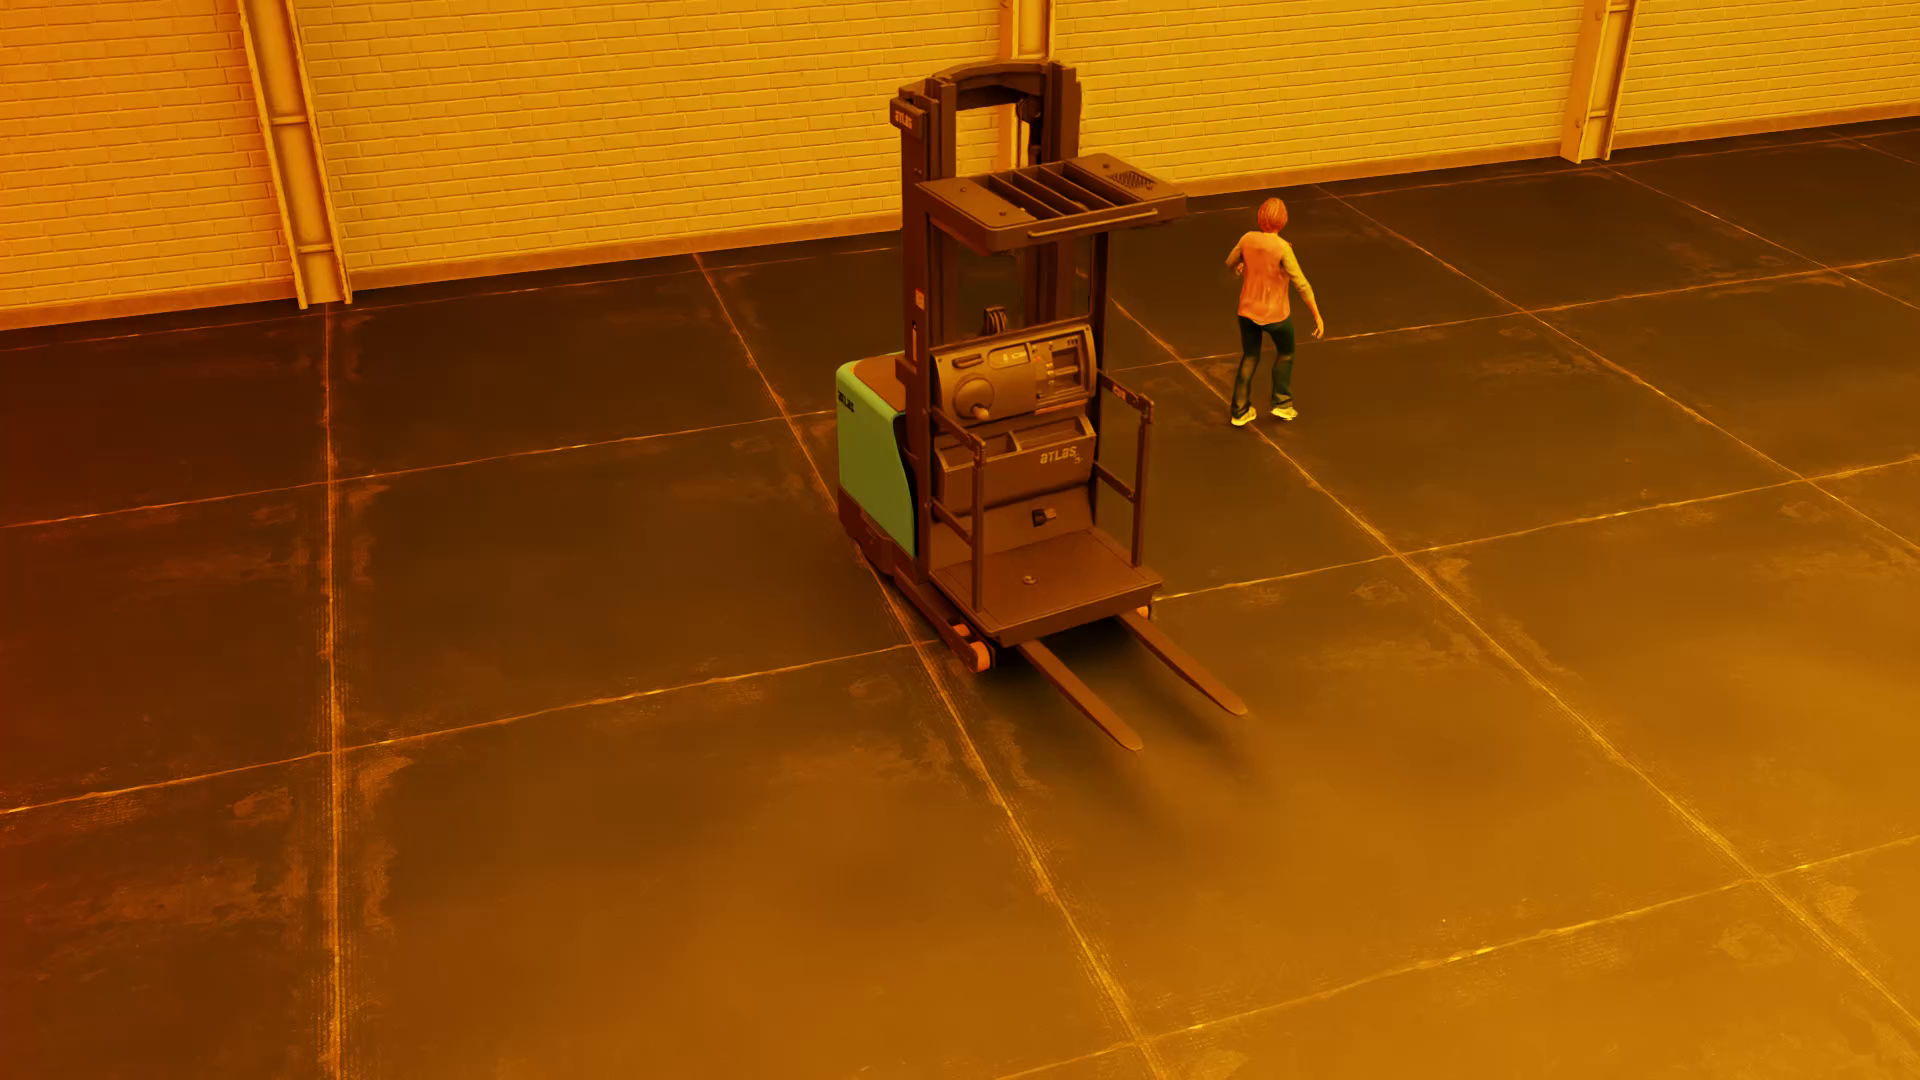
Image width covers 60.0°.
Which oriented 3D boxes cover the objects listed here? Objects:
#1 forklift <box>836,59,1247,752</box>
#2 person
[{"bbox_3d":[0.399,-0.824,8.519,1.130,2.935,3.031,-15,33,-24],"label":"forklift"},{"bbox_3d":[2.078,-1.501,11.111,0.835,1.607,0.529,24,38,35],"label":"person"}]
